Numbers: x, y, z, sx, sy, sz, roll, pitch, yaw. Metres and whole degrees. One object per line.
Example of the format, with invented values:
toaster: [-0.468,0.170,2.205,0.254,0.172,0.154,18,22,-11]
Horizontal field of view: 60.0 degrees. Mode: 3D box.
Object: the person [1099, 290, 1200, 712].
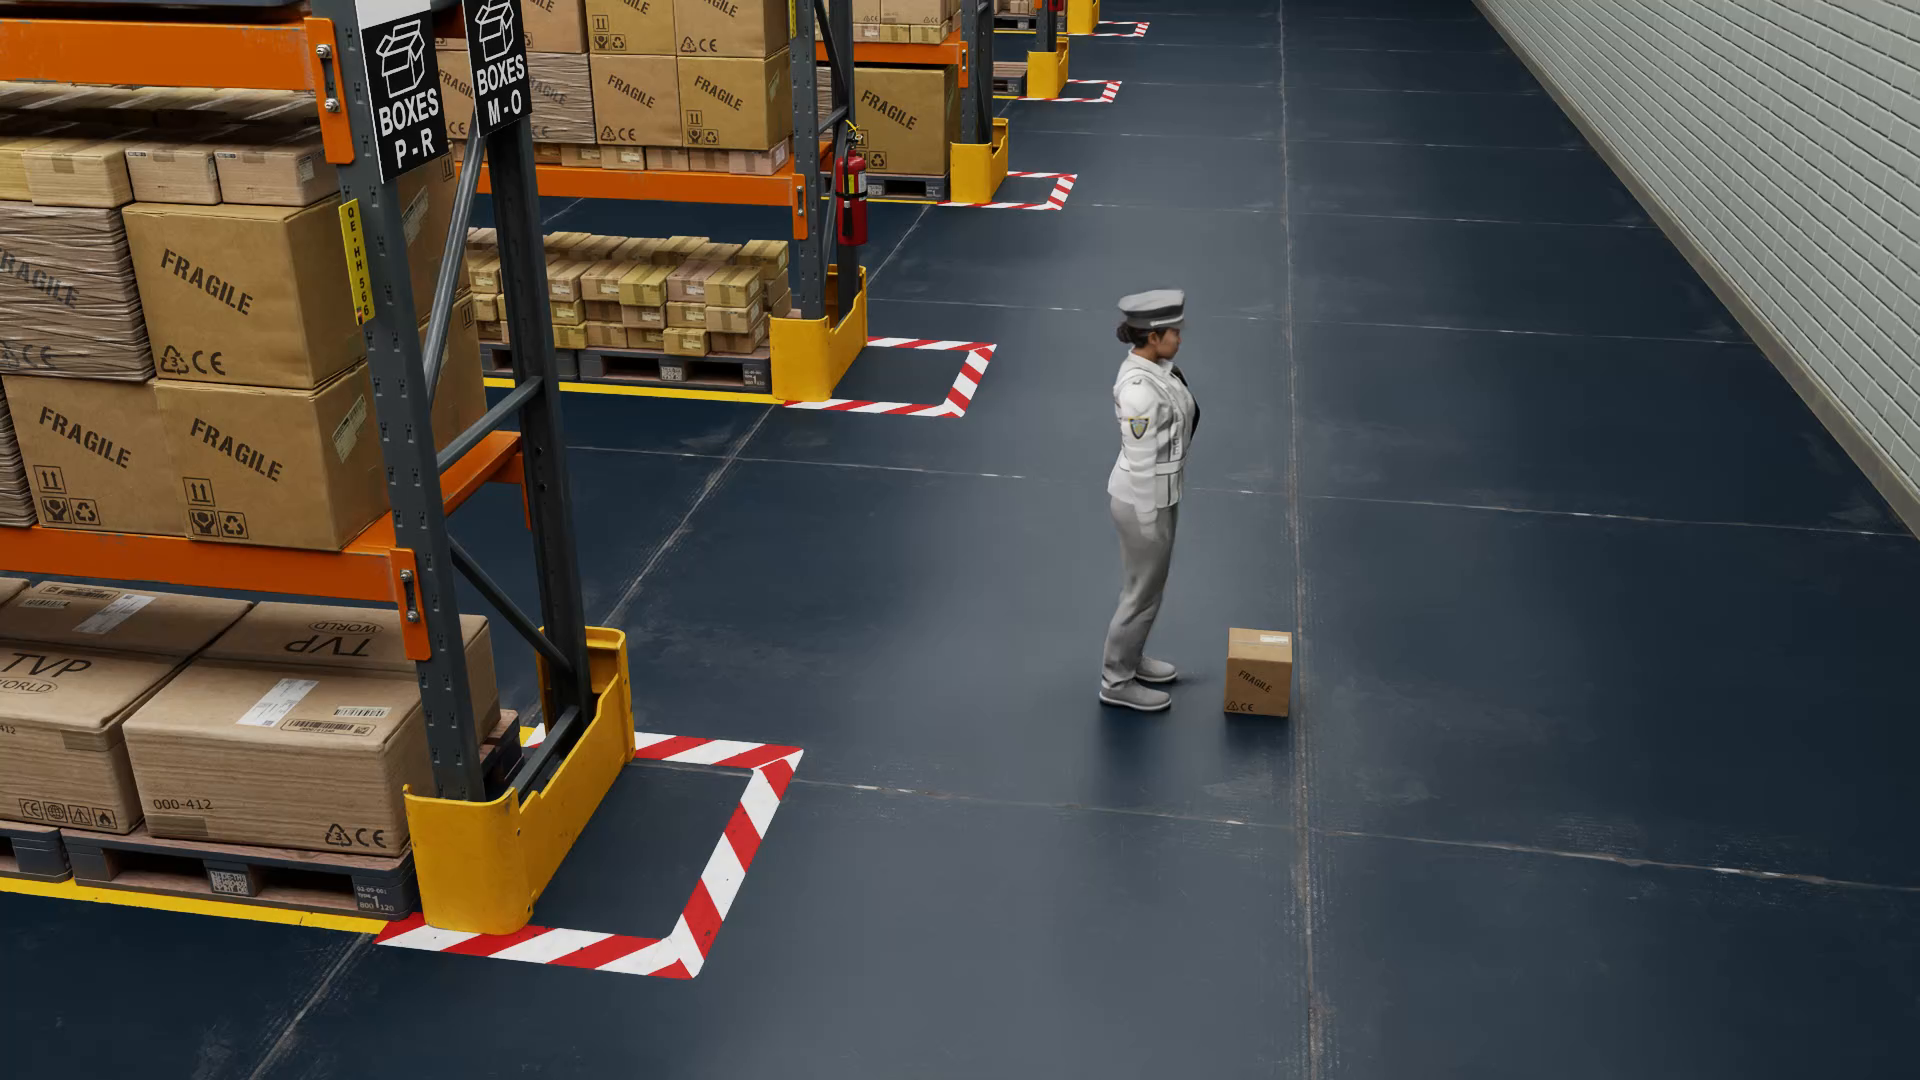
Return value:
person: [0.736,-0.152,6.433,0.329,1.665,0.467,5,25,10]
